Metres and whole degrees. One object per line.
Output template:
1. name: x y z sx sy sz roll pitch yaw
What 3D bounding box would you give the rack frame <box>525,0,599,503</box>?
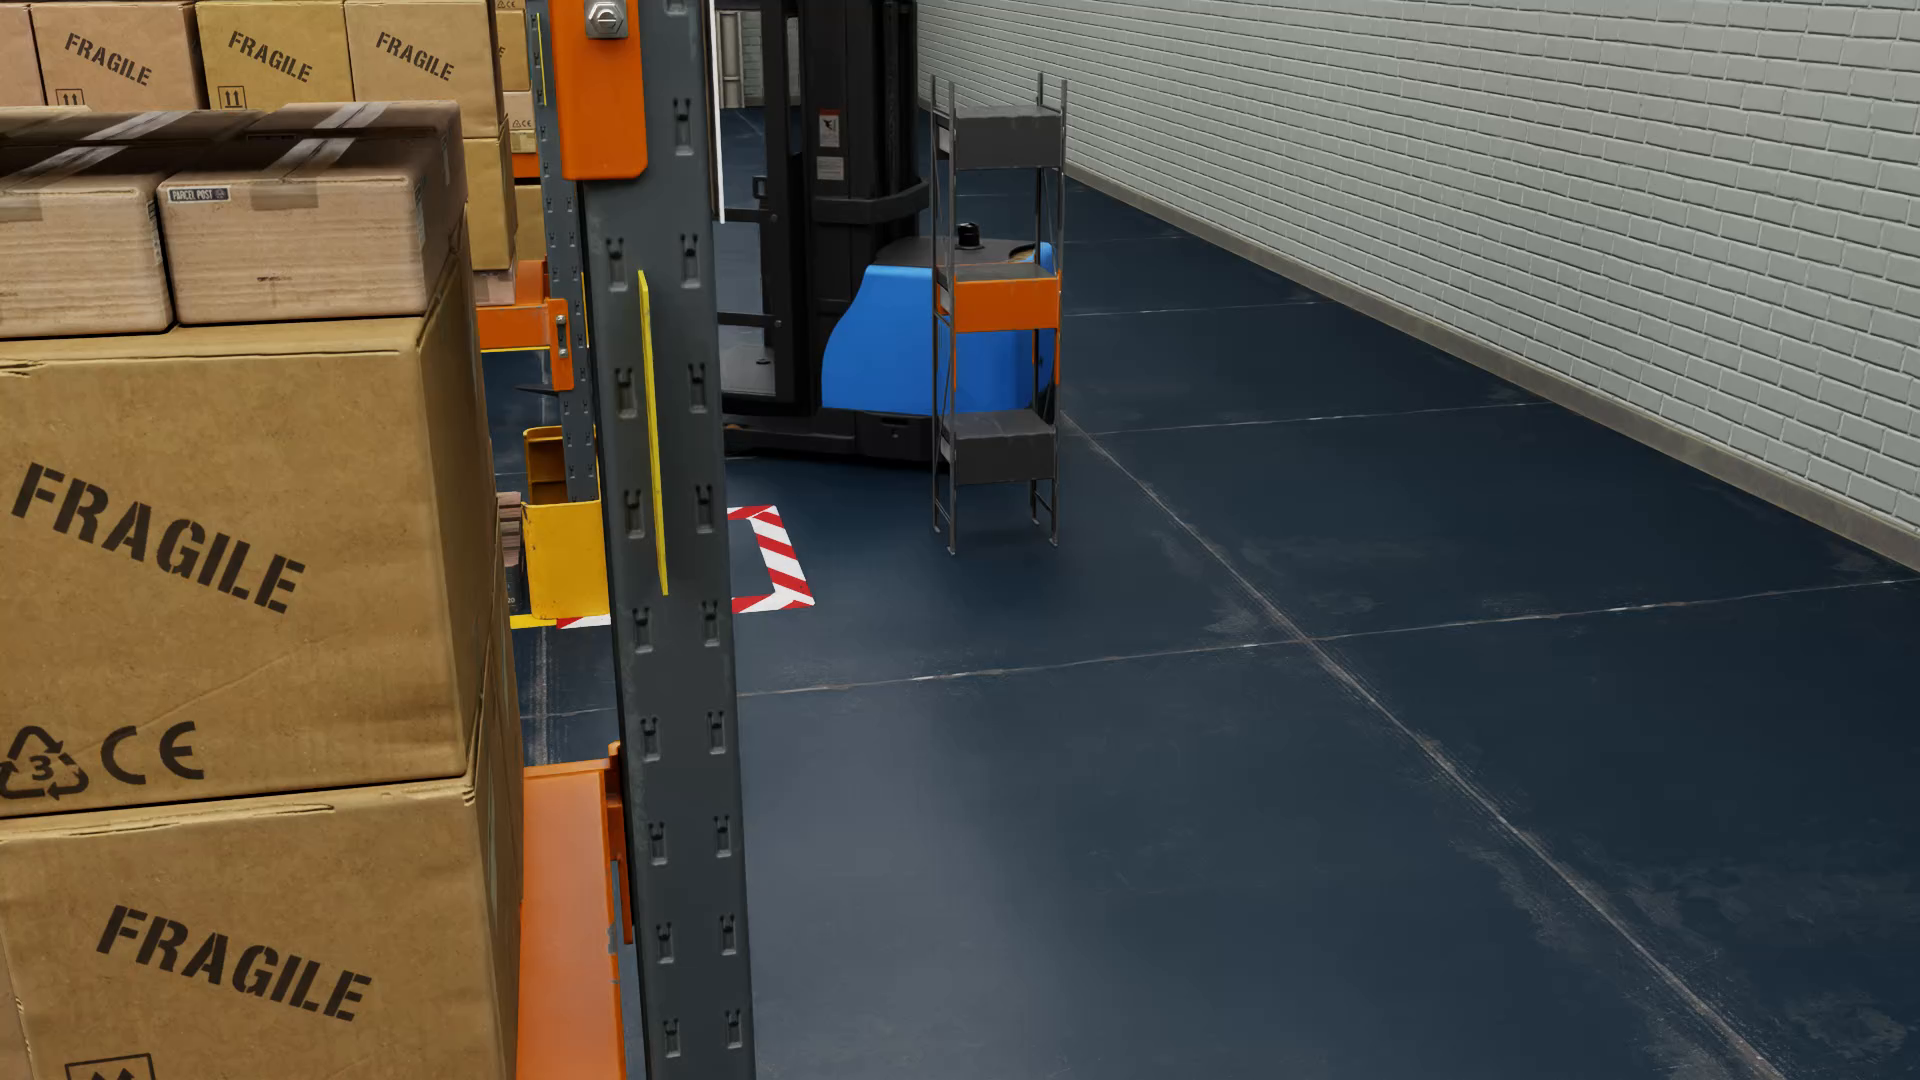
1. rack frame: -1.667 -1.286 6.965 0.127 3.000 1.000 -5 21 -12

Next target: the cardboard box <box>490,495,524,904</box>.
1. cardboard box: -0.963 0.258 2.605 0.500 0.500 0.500 -5 21 -13

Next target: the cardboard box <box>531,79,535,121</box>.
1. cardboard box: -3.239 -3.076 11.637 0.500 0.250 0.500 -5 21 -14

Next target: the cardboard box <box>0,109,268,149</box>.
1. cardboard box: -1.078 -0.478 2.217 0.250 0.149 0.380 -4 21 -11

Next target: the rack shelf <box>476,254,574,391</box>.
1. rack shelf: -3.614 -0.790 6.657 4.000 0.370 1.077 -5 21 -12

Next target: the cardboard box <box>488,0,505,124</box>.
1. cardboard box: -2.165 -1.996 6.870 0.500 0.500 0.500 -5 21 -13

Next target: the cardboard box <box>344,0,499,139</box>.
1. cardboard box: -2.055 -1.823 6.398 0.500 0.500 0.500 -5 21 -14

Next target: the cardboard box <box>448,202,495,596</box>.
1. cardboard box: -0.962 -0.211 2.431 0.500 0.500 0.500 -5 21 -14

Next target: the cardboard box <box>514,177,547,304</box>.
1. cardboard box: -3.315 -2.077 11.601 0.875 0.875 0.875 -5 21 -12

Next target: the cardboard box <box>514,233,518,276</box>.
1. cardboard box: -2.058 -1.252 7.238 0.250 0.149 0.380 -5 21 -13

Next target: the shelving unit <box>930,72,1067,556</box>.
1. shelving unit: 0.161 -0.999 7.489 0.503 2.100 0.431 -5 21 -12

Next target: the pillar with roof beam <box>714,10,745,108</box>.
1. pillar with roof beam: -2.711 -9.808 21.506 0.400 9.000 9.100 -5 21 -12

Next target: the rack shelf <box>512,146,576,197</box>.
1. rack shelf: -4.657 -2.458 11.211 4.000 0.370 1.077 -5 21 -12

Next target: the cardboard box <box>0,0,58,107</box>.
1. cardboard box: -3.566 -1.696 6.051 0.500 0.500 0.500 -5 21 -14

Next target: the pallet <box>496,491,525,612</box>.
1. pallet: -2.540 0.082 7.285 1.213 0.211 1.003 -5 21 -12

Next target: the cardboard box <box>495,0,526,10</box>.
1. cardboard box: -5.356 -6.660 20.036 0.500 0.500 0.500 -5 21 -13

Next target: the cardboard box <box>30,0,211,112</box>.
1. cardboard box: -3.052 -1.739 6.168 0.500 0.500 0.500 -4 20 -10

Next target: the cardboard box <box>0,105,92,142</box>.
1. cardboard box: -1.357 -0.496 2.266 0.250 0.149 0.380 -4 20 -11

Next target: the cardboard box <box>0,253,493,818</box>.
1. cardboard box: -0.844 -0.036 1.953 0.500 0.500 0.500 -4 20 -11

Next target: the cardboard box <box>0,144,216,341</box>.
1. cardboard box: -0.975 -0.335 1.825 0.250 0.149 0.380 -4 21 -11

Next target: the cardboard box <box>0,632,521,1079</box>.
1. cardboard box: -0.838 0.443 2.100 0.500 0.500 0.500 -5 21 -12

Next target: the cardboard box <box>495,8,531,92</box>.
1. cardboard box: -3.124 -3.249 11.019 0.500 0.500 0.500 -4 21 -12

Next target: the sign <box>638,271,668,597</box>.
1. sign: -0.318 -0.109 1.725 0.005 0.325 0.100 -5 21 -12

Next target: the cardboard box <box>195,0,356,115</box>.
1. cardboard box: -2.548 -1.783 6.289 0.500 0.500 0.500 -5 21 -14

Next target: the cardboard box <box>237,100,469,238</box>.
1. cardboard box: -0.839 -0.523 2.339 0.250 0.149 0.380 -4 21 -11

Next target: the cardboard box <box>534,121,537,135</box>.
1. cardboard box: -3.132 -2.919 11.787 0.250 0.149 0.380 -4 21 -12

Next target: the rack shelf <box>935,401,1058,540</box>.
1. rack shelf: 0.161 -0.329 7.735 0.480 0.518 0.431 -5 21 -12

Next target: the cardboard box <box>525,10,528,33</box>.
1. cardboard box: -5.359 -6.191 20.209 0.500 0.500 0.500 -4 20 -11

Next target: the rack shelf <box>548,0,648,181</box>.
1. rack shelf: -2.376 -0.550 1.639 4.000 0.370 1.077 -5 21 -12

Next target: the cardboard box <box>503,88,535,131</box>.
1. cardboard box: -3.121 -2.897 11.147 0.500 0.250 0.500 -5 21 -13

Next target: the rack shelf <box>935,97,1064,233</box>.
1. rack shelf: 0.161 -1.644 7.253 0.480 0.518 0.431 -5 21 -12

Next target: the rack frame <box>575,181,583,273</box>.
1. rack frame: -2.710 -2.954 11.519 0.127 3.000 1.000 -5 21 -12

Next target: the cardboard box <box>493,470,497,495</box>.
1. cardboard box: -2.251 -0.210 7.562 0.250 0.149 0.380 -4 21 -11

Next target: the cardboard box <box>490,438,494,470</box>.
1. cardboard box: -2.236 -0.329 7.453 0.250 0.149 0.380 -4 20 -10

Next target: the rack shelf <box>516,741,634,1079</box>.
1. rack shelf: -2.376 0.859 2.155 4.000 0.370 1.077 -5 21 -12

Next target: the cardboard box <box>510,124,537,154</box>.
1. cardboard box: -2.981 -2.698 11.184 0.250 0.149 0.380 -4 21 -11

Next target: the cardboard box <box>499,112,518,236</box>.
1. cardboard box: -2.168 -1.530 7.052 0.500 0.500 0.500 -4 20 -10

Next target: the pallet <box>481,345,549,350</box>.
1. pallet: -3.470 -1.556 11.754 1.213 0.211 1.003 -5 21 -12

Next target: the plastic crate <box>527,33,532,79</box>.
1. plastic crate: -4.133 -4.568 15.786 0.499 0.435 0.616 -5 21 -12

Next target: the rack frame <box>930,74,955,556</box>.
1. rack frame: -0.076 -0.980 7.436 0.015 2.100 0.400 -5 21 -12

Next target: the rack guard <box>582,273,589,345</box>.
1. rack guard: -2.687 -1.783 11.954 0.348 0.500 1.175 -5 21 -12

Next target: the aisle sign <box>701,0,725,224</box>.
1. aisle sign: -0.288 -0.760 1.749 0.004 0.787 0.394 -5 21 -12

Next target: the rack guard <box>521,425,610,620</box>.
1. rack guard: -1.741 -0.106 7.378 0.348 0.500 1.175 -5 21 -12

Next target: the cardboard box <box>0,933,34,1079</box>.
1. cardboard box: -1.330 0.477 2.006 0.500 0.500 0.500 -5 21 -14

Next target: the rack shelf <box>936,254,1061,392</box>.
1. rack shelf: 0.161 -0.986 7.494 0.480 0.518 0.431 -5 21 -12

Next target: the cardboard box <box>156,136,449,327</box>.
1. cardboard box: -0.733 -0.363 1.902 0.250 0.149 0.380 -4 21 -12

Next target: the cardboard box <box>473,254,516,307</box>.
1. cardboard box: -1.919 -1.048 6.679 0.250 0.149 0.380 -5 21 -12

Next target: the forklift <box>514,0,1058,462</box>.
1. forklift: -1.021 -2.005 9.026 3.031 2.935 1.130 6 21 16

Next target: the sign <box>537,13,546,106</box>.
1. sign: -1.559 -1.791 6.200 0.005 0.325 0.100 -5 21 -12

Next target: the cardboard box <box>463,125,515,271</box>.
1. cardboard box: -2.045 -1.351 6.564 0.500 0.500 0.500 -4 21 -11

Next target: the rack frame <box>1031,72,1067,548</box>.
1. rack frame: 0.399 -1.018 7.542 0.015 2.100 0.400 -5 21 -12
